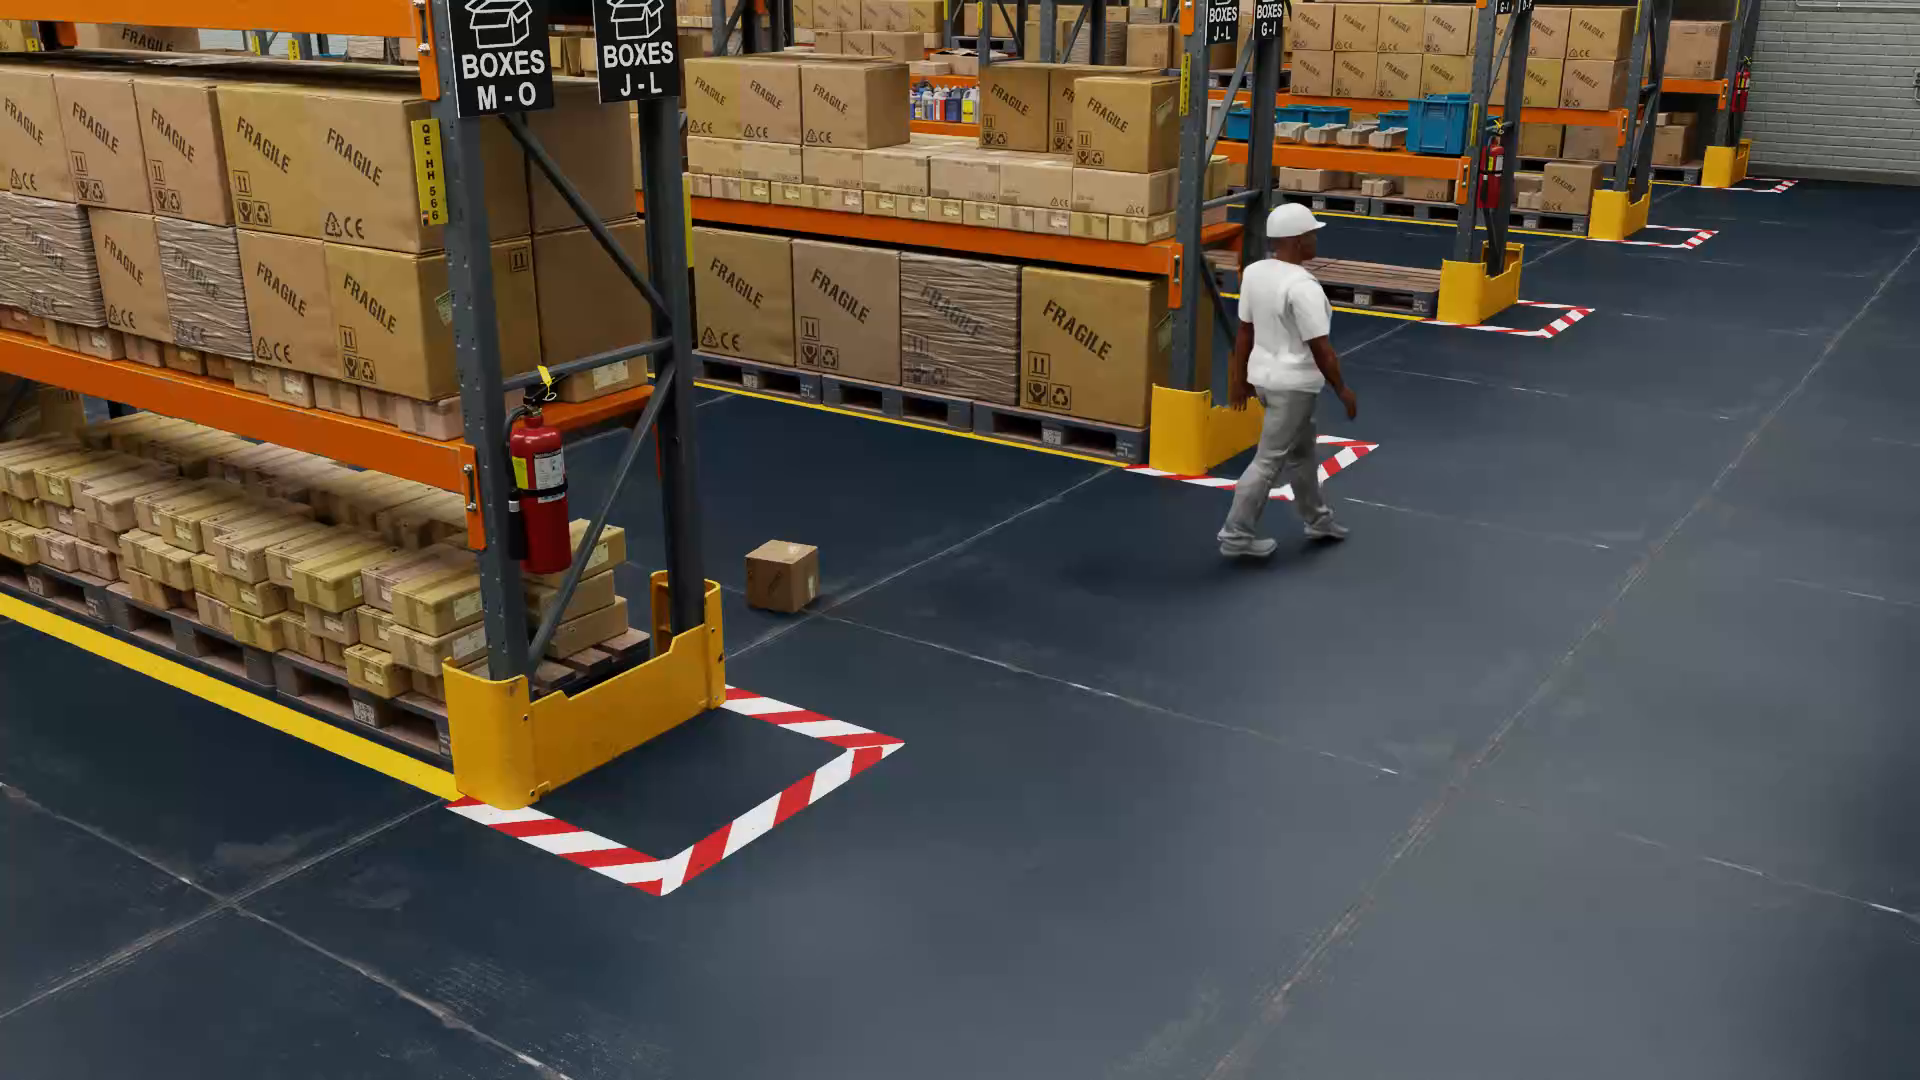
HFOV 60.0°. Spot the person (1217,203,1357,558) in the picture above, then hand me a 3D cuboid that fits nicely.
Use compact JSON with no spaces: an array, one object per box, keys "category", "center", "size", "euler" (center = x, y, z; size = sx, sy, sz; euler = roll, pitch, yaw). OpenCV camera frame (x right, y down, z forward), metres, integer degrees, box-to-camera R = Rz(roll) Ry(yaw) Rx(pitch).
[{"category":"person","center":[1.683,-0.763,8.157],"size":[0.854,1.766,0.614],"euler":[-6,21,-17]}]
